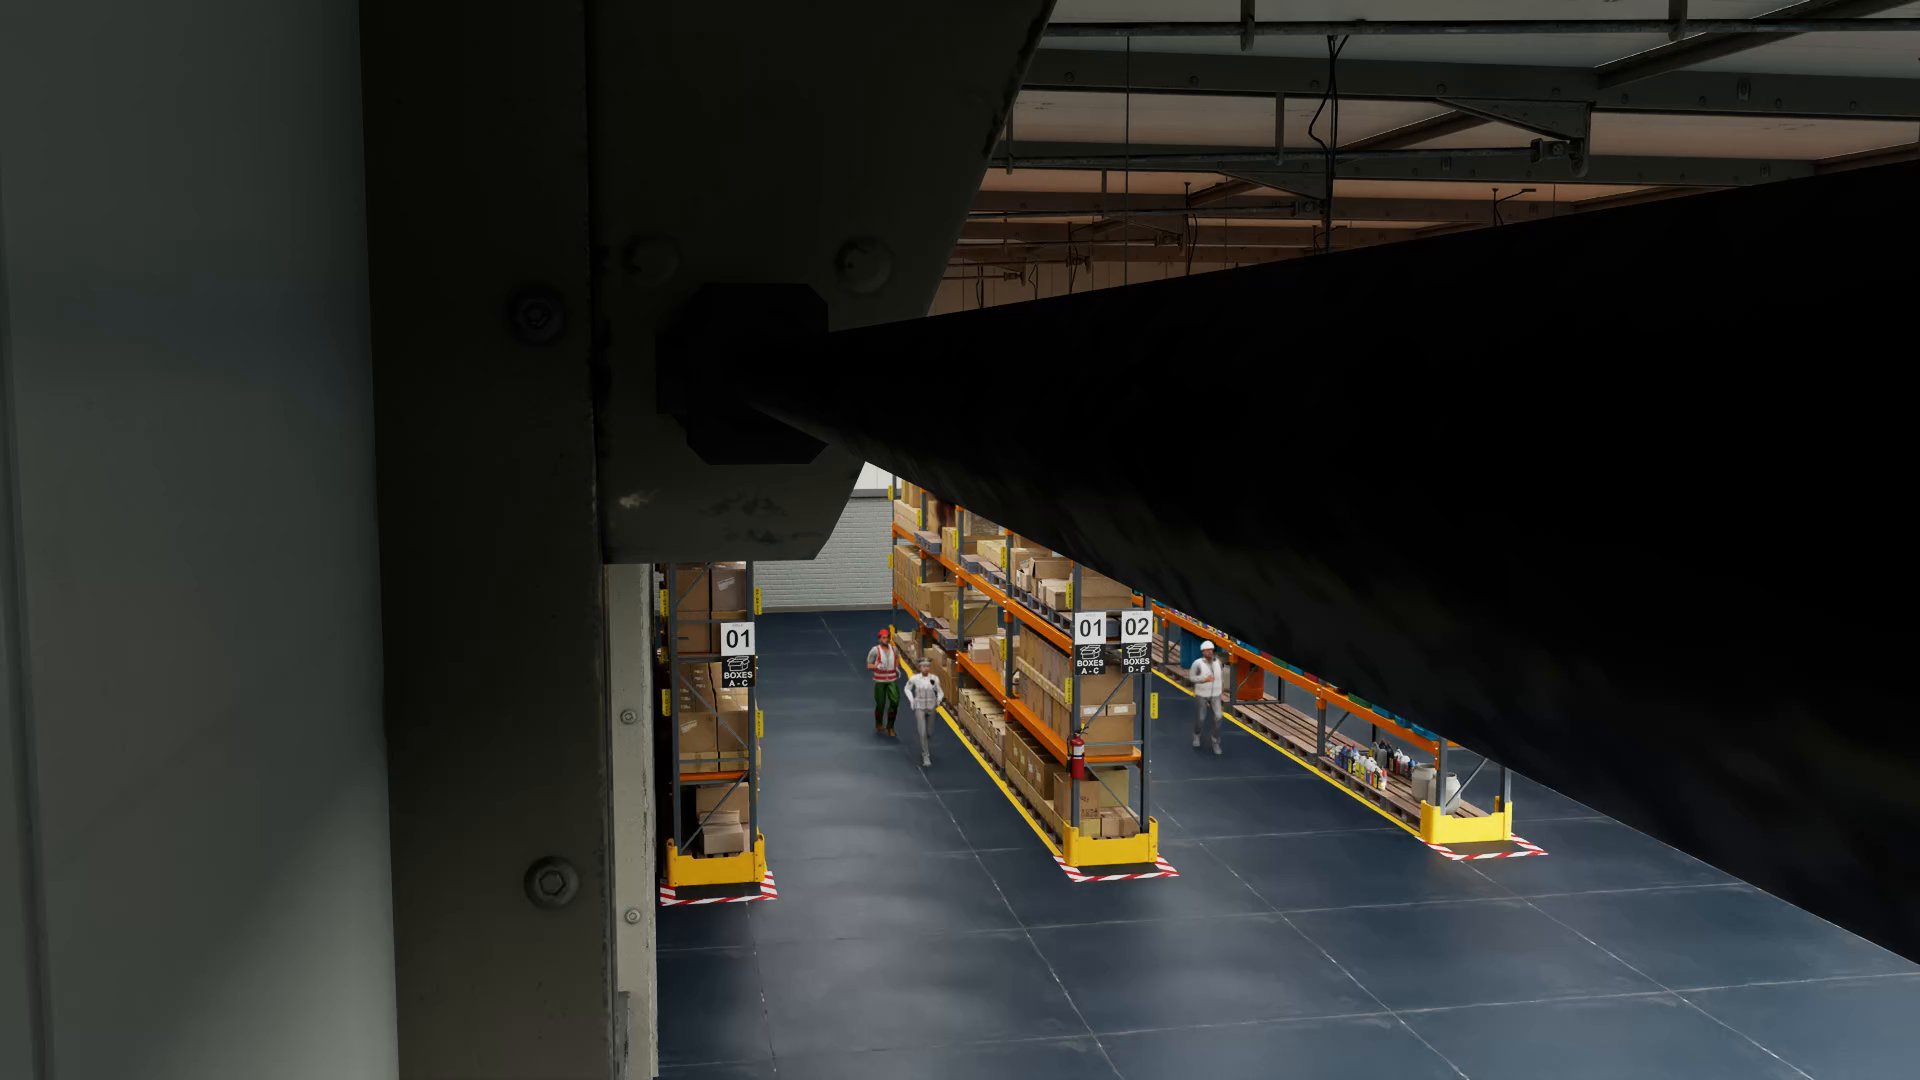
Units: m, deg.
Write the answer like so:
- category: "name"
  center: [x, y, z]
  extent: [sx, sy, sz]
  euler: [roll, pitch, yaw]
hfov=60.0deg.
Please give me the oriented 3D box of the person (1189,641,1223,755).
- category: "person"
  center: [3.999, 2.538, 26.943]
  extent: [0.671, 1.841, 0.785]
  euler: [-1, 6, -12]

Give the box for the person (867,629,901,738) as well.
- category: "person"
  center: [-1.251, 2.415, 28.026]
  extent: [0.632, 1.823, 0.705]
  euler: [-2, 6, -17]

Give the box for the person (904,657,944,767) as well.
- category: "person"
  center: [-0.561, 2.675, 26.258]
  extent: [0.618, 1.694, 0.804]
  euler: [-1, 6, -10]
